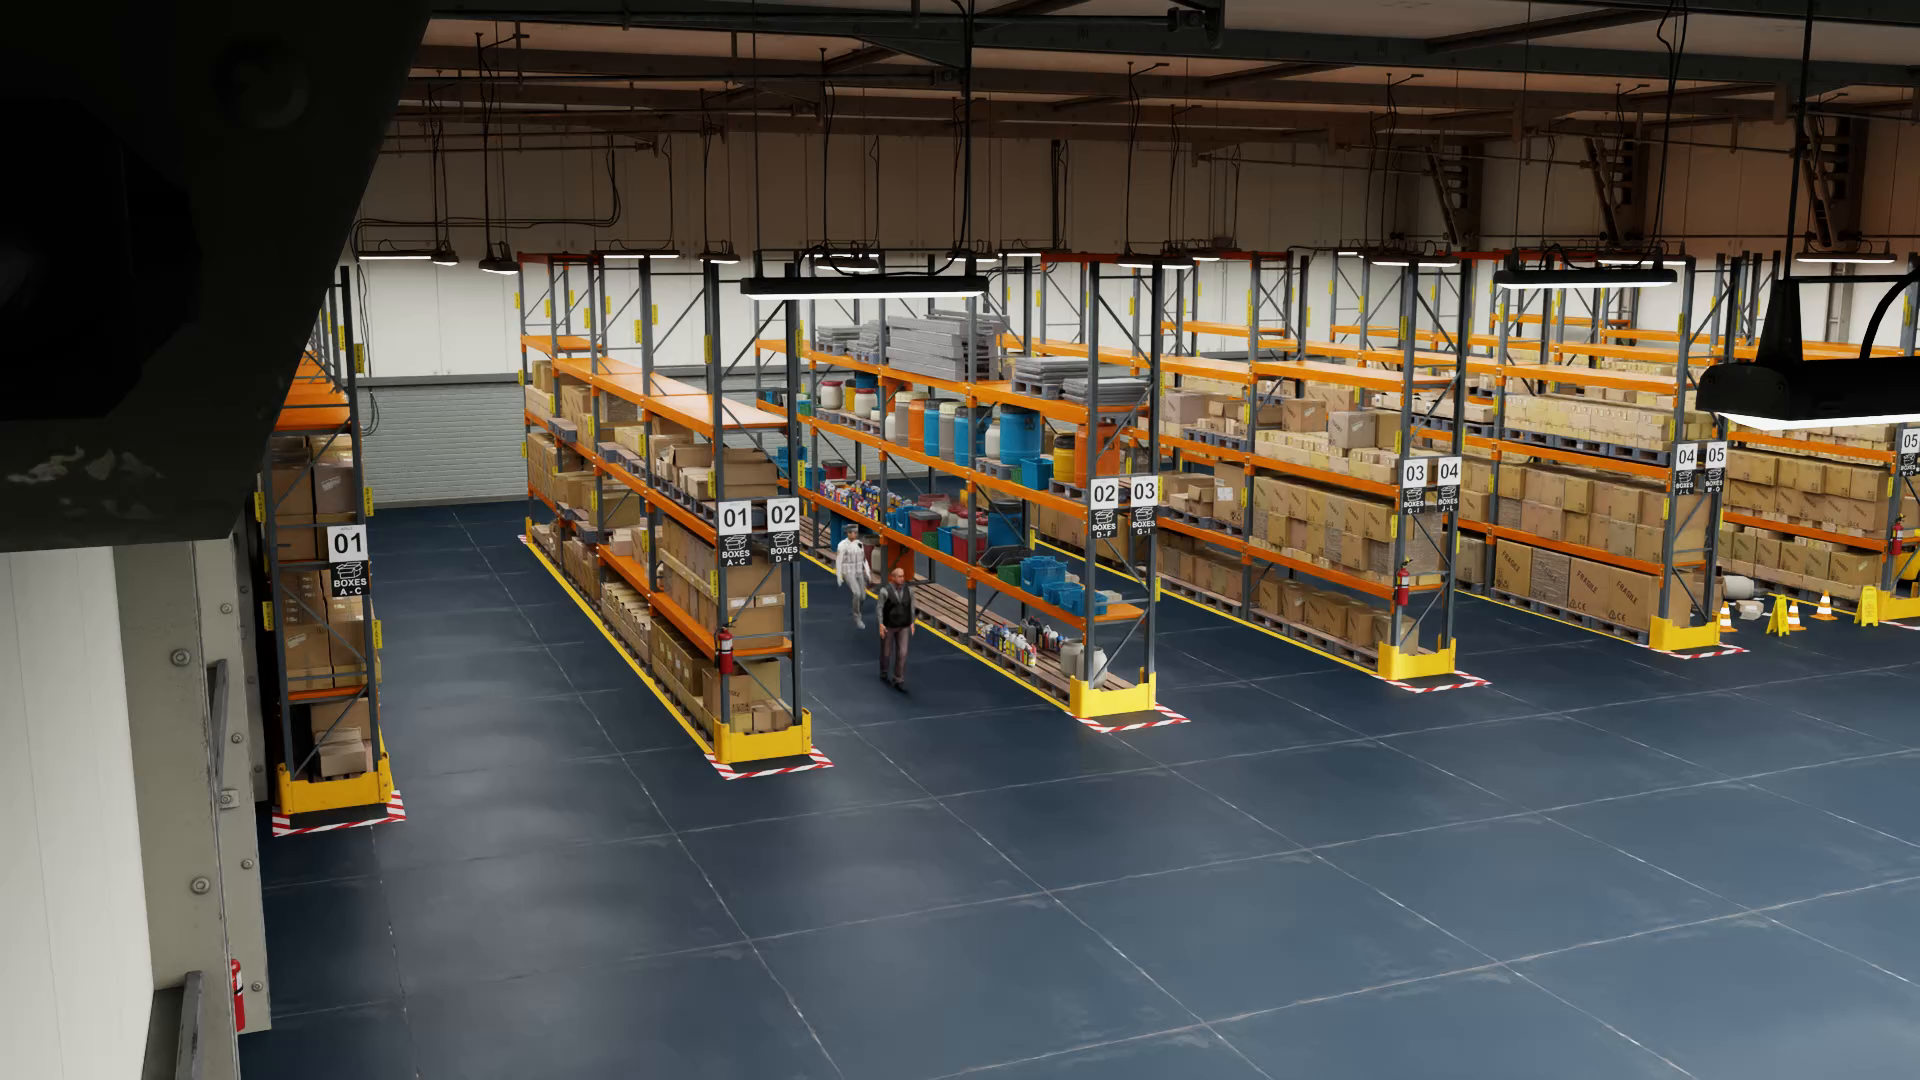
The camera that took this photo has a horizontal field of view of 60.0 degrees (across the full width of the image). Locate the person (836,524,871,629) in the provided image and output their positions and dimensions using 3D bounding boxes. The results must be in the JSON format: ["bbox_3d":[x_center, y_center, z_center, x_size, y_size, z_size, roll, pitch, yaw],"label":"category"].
[{"bbox_3d":[-1.610,0.548,26.279,0.507,1.591,0.693,-8,13,-38],"label":"person"}]

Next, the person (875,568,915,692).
[{"bbox_3d":[-0.891,1.246,23.572,0.619,1.697,0.834,-4,11,-21],"label":"person"}]
